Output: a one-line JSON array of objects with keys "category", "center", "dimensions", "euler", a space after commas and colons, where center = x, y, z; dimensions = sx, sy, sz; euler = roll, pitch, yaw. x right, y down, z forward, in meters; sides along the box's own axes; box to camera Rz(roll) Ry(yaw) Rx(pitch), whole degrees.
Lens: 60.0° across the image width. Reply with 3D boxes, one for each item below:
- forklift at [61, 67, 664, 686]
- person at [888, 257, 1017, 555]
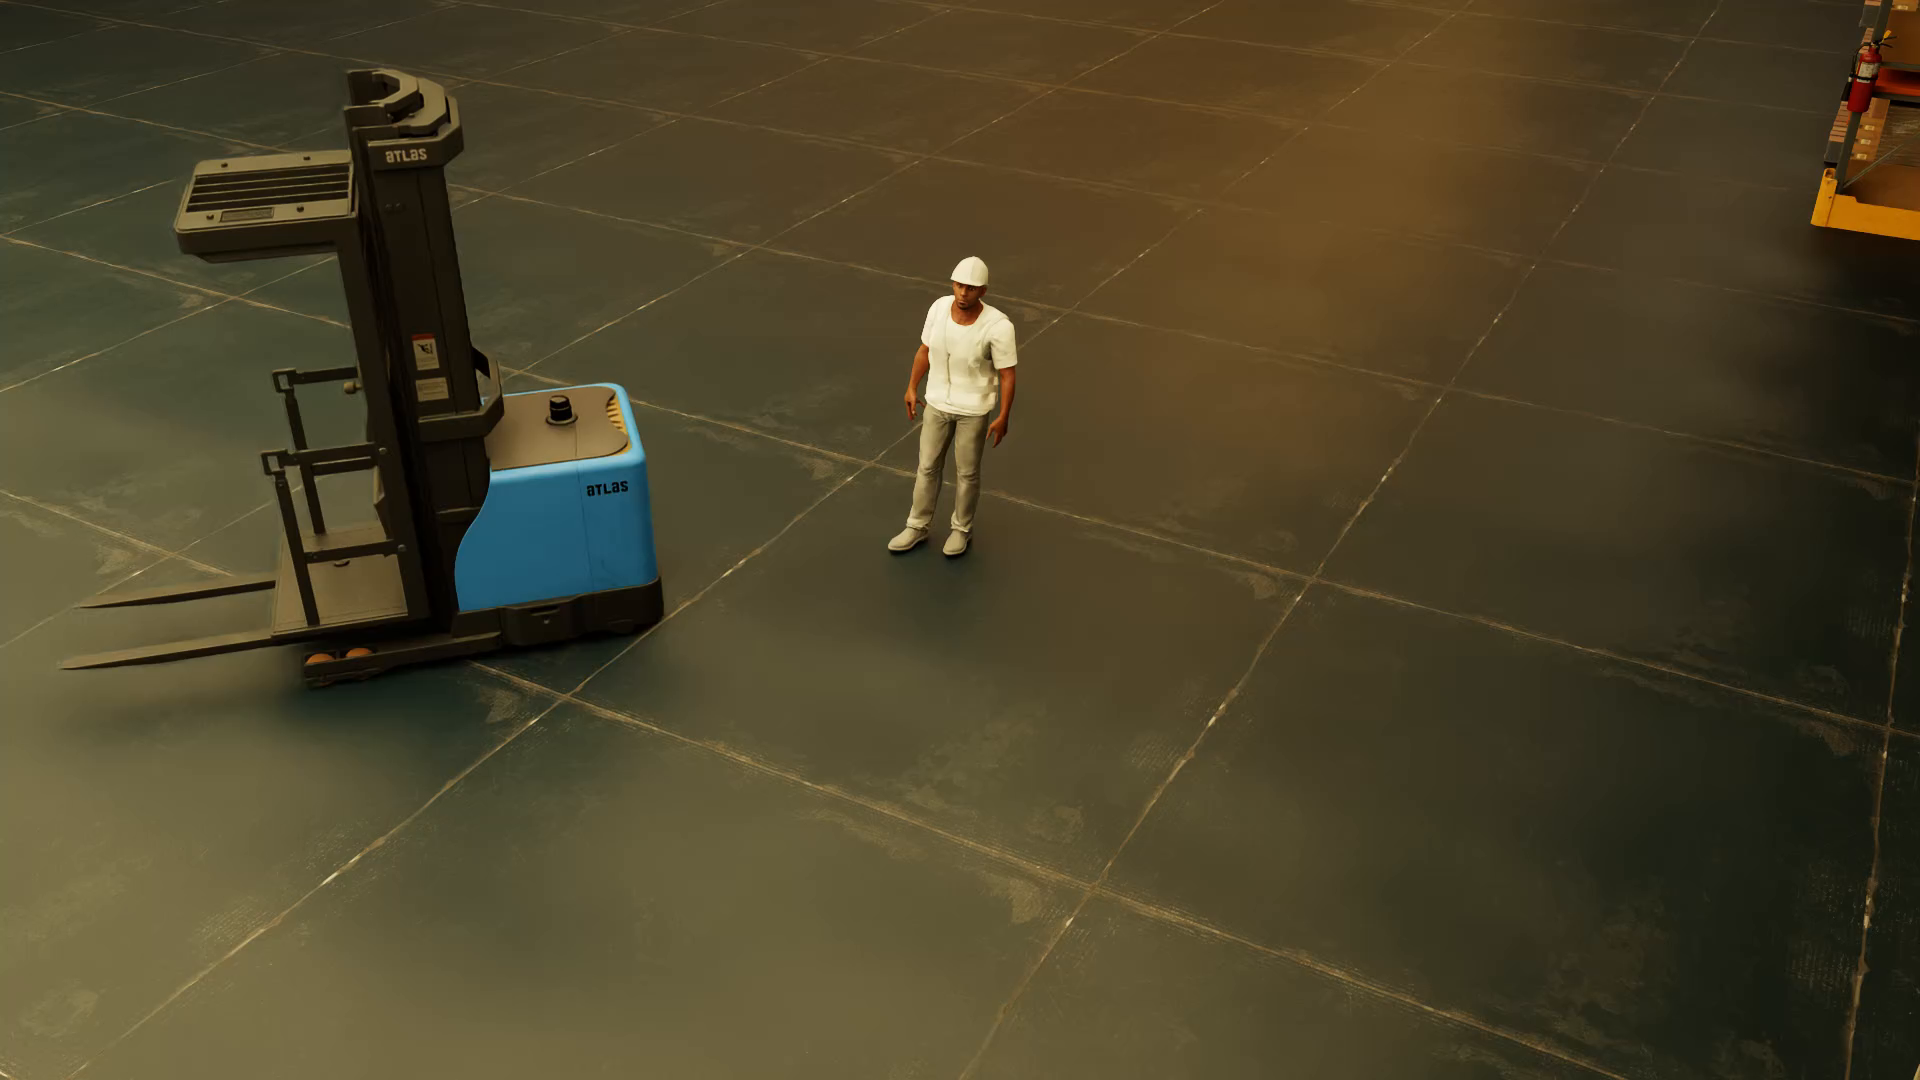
[{"category": "forklift", "center": [-3.205, -0.801, 8.459], "dimensions": [3.031, 2.935, 1.130], "euler": [-9, 31, -14]}, {"category": "person", "center": [-0.038, -0.742, 9.507], "dimensions": [0.666, 1.768, 0.575], "euler": [15, 33, 25]}]
